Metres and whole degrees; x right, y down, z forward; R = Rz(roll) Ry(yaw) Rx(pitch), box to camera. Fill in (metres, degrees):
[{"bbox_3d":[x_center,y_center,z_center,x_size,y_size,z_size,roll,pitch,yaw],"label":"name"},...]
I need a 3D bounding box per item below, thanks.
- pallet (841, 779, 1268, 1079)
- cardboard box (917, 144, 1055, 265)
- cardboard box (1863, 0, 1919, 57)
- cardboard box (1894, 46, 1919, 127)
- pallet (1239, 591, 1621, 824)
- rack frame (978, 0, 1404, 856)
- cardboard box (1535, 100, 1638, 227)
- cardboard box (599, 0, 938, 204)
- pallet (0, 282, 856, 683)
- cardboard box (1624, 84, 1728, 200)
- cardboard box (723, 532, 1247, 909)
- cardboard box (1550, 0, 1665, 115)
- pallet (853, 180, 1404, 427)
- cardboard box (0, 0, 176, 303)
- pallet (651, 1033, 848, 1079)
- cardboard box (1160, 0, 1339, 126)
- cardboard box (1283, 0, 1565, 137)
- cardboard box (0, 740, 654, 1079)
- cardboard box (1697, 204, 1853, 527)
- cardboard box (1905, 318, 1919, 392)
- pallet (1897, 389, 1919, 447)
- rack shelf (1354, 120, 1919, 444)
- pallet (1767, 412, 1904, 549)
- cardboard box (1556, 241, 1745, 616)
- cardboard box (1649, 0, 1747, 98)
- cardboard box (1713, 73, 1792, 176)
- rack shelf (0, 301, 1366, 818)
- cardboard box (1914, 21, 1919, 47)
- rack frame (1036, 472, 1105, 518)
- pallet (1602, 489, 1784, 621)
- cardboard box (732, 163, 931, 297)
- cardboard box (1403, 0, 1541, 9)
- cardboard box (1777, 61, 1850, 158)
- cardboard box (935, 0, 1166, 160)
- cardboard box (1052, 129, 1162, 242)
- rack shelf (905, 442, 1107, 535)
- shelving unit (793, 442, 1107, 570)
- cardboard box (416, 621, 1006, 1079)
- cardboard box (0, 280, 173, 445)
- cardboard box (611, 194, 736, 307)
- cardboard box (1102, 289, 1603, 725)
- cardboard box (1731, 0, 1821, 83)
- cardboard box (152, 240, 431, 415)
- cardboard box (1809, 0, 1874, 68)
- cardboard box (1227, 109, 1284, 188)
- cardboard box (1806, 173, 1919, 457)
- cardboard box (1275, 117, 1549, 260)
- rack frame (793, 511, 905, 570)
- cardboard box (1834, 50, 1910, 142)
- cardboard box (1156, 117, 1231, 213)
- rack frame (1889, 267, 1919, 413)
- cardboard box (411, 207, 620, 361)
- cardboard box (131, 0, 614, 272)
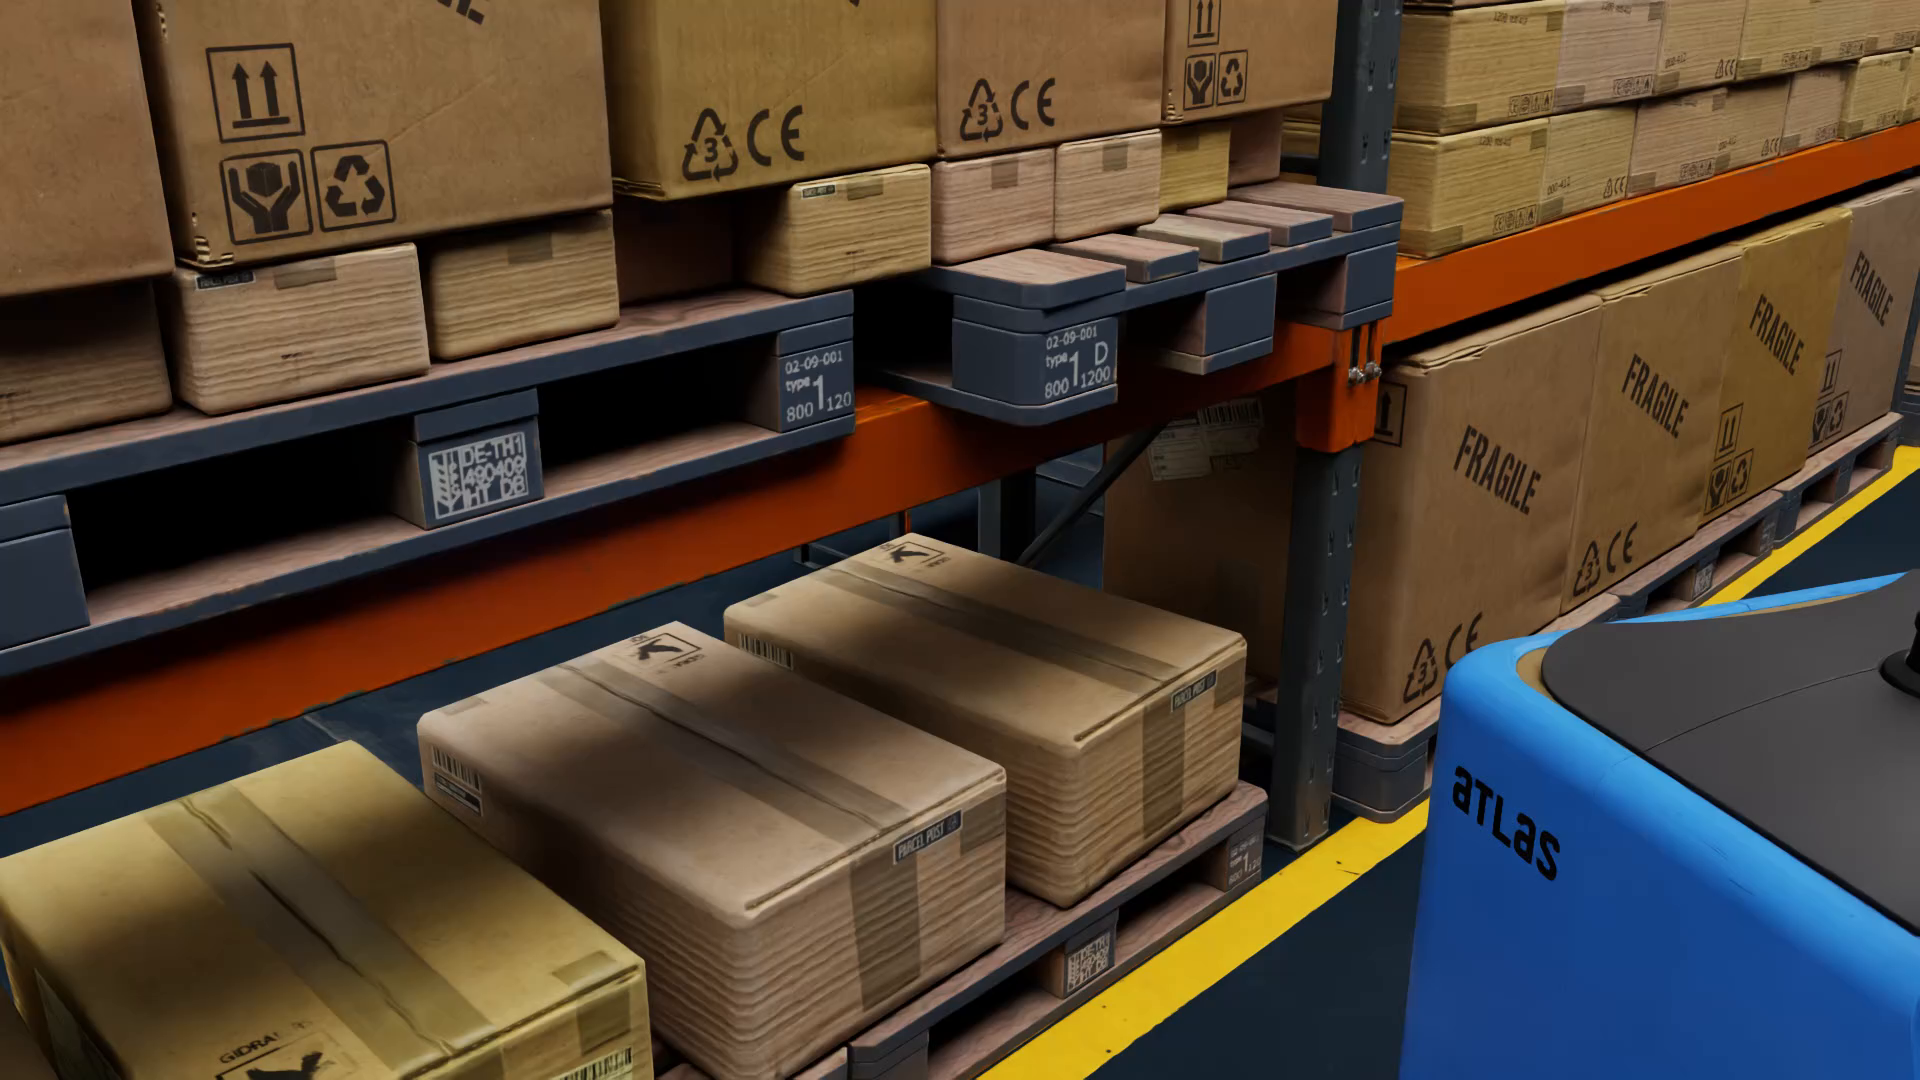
[{"bbox_3d":[-0.103,0.670,3.536,1.003,0.211,1.213,19,28,41],"label":"pallet"},{"bbox_3d":[-0.077,-0.542,2.567,0.380,0.149,0.250,18,27,38],"label":"cardboard box"},{"bbox_3d":[2.757,-1.719,5.377,0.500,0.250,0.500,-19,28,-41],"label":"cardboard box"},{"bbox_3d":[3.102,-1.611,5.795,0.500,0.250,0.500,18,28,39],"label":"cardboard box"},{"bbox_3d":[1.048,0.286,4.536,1.003,0.211,1.213,19,28,41],"label":"pallet"},{"bbox_3d":[0.444,-0.832,3.557,1.000,3.000,0.127,19,28,41],"label":"rack frame"},{"bbox_3d":[1.311,-0.961,4.103,0.500,0.250,0.500,18,28,39],"label":"cardboard box"},{"bbox_3d":[-0.378,-0.761,2.234,0.500,0.500,0.500,17,27,37],"label":"cardboard box"},{"bbox_3d":[-0.908,-0.223,2.241,1.003,0.211,1.213,19,28,41],"label":"pallet"},{"bbox_3d":[1.681,-1.094,4.450,0.500,0.250,0.500,-19,28,-40],"label":"cardboard box"},{"bbox_3d":[0.042,0.342,3.582,0.950,0.372,0.625,17,27,37],"label":"cardboard box"},{"bbox_3d":[1.335,-1.196,4.018,0.500,0.250,0.500,-19,28,-41],"label":"cardboard box"},{"bbox_3d":[0.023,-0.532,3.046,1.213,0.211,1.003,19,28,41],"label":"pallet"},{"bbox_3d":[-1.111,-0.486,1.519,0.500,0.500,0.500,19,28,40],"label":"cardboard box"},{"bbox_3d":[-0.954,0.983,2.724,1.003,0.211,1.213,19,28,41],"label":"pallet"},{"bbox_3d":[0.326,-1.027,2.926,0.500,0.500,0.500,18,28,39],"label":"cardboard box"},{"bbox_3d":[0.974,-1.063,3.673,0.500,0.250,0.500,19,28,40],"label":"cardboard box"},{"bbox_3d":[-1.000,0.727,2.580,0.625,0.372,0.950,-19,28,-40],"label":"cardboard box"},{"bbox_3d":[2.234,-0.651,5.462,0.875,0.875,0.875,-19,28,-40],"label":"cardboard box"},{"bbox_3d":[3.749,-0.994,6.967,0.875,0.438,0.875,19,28,40],"label":"cardboard box"},{"bbox_3d":[3.821,-0.734,7.190,1.003,0.211,1.213,19,28,41],"label":"pallet"},{"bbox_3d":[1.839,-1.010,5.024,1.077,0.370,4.000,19,28,41],"label":"rack shelf"},{"bbox_3d":[2.750,-0.341,6.168,1.003,0.211,1.213,19,28,41],"label":"pallet"},{"bbox_3d":[1.610,-0.421,4.865,0.875,0.875,0.875,20,29,41],"label":"cardboard box"},{"bbox_3d":[1.692,-1.321,4.343,0.500,0.250,0.500,19,28,40],"label":"cardboard box"},{"bbox_3d":[2.023,-1.222,4.782,0.500,0.250,0.500,19,28,41],"label":"cardboard box"},{"bbox_3d":[-0.952,0.018,2.349,1.077,0.370,4.000,19,28,41],"label":"rack shelf"},{"bbox_3d":[3.101,-1.849,5.717,0.500,0.250,0.500,19,28,41],"label":"cardboard box"},{"bbox_3d":[0.359,-0.657,5.717,0.500,1.125,0.032,19,28,41],"label":"rack frame"},{"bbox_3d":[1.899,-0.026,5.348,1.003,0.211,1.213,19,28,41],"label":"pallet"},{"bbox_3d":[-0.259,-0.467,2.374,0.250,0.149,0.380,-20,28,-41],"label":"cardboard box"},{"bbox_3d":[0.963,-1.411,3.531,0.500,0.500,0.500,18,27,39],"label":"cardboard box"},{"bbox_3d":[2.380,-1.356,5.130,0.500,0.250,0.500,18,28,39],"label":"cardboard box"},{"bbox_3d":[-0.027,-0.891,2.573,0.500,0.500,0.500,19,28,40],"label":"cardboard box"},{"bbox_3d":[0.105,-0.604,2.731,0.380,0.149,0.250,19,28,40],"label":"cardboard box"},{"bbox_3d":[0.005,-0.299,5.465,0.538,0.278,1.000,19,28,41],"label":"rack shelf"},{"bbox_3d":[0.005,-0.527,5.377,0.538,1.125,1.048,19,28,41],"label":"shelving unit"},{"bbox_3d":[-0.467,0.533,3.083,0.950,0.372,0.625,19,28,40],"label":"cardboard box"},{"bbox_3d":[-1.028,-0.218,1.725,0.380,0.149,0.250,20,28,41],"label":"cardboard box"},{"bbox_3d":[-0.524,-0.434,2.288,0.380,0.149,0.250,20,28,41],"label":"cardboard box"},{"bbox_3d":[0.985,-0.193,4.271,0.875,0.875,0.875,19,28,40],"label":"cardboard box"},{"bbox_3d":[2.055,-1.448,4.673,0.500,0.250,0.500,-20,28,-41],"label":"cardboard box"},{"bbox_3d":[-0.806,-0.273,1.869,0.250,0.149,0.380,-19,28,-40],"label":"cardboard box"},{"bbox_3d":[2.400,-1.584,5.027,0.500,0.250,0.500,-19,28,-41],"label":"cardboard box"},{"bbox_3d":[0.383,-0.767,3.155,0.250,0.149,0.380,-19,28,-40],"label":"cardboard box"},{"bbox_3d":[2.859,-0.885,6.072,0.875,0.875,0.875,-19,28,-40],"label":"cardboard box"},{"bbox_3d":[0.965,-0.824,3.748,0.500,0.250,0.500,19,28,40],"label":"cardboard box"},{"bbox_3d":[-0.350,-0.396,5.037,0.500,1.125,0.032,19,28,41],"label":"rack frame"},{"bbox_3d":[2.746,-1.481,5.455,0.500,0.250,0.500,19,28,40],"label":"cardboard box"},{"bbox_3d":[0.248,-0.680,2.928,0.250,0.149,0.380,-20,28,-41],"label":"cardboard box"},{"bbox_3d":[3.234,-1.860,6.232,1.000,3.000,0.127,19,28,41],"label":"rack frame"},{"bbox_3d":[-0.641,-0.349,2.067,0.380,0.149,0.250,18,27,39],"label":"cardboard box"},{"bbox_3d":[-0.760,-0.621,1.870,0.500,0.500,0.500,18,27,39],"label":"cardboard box"}]
